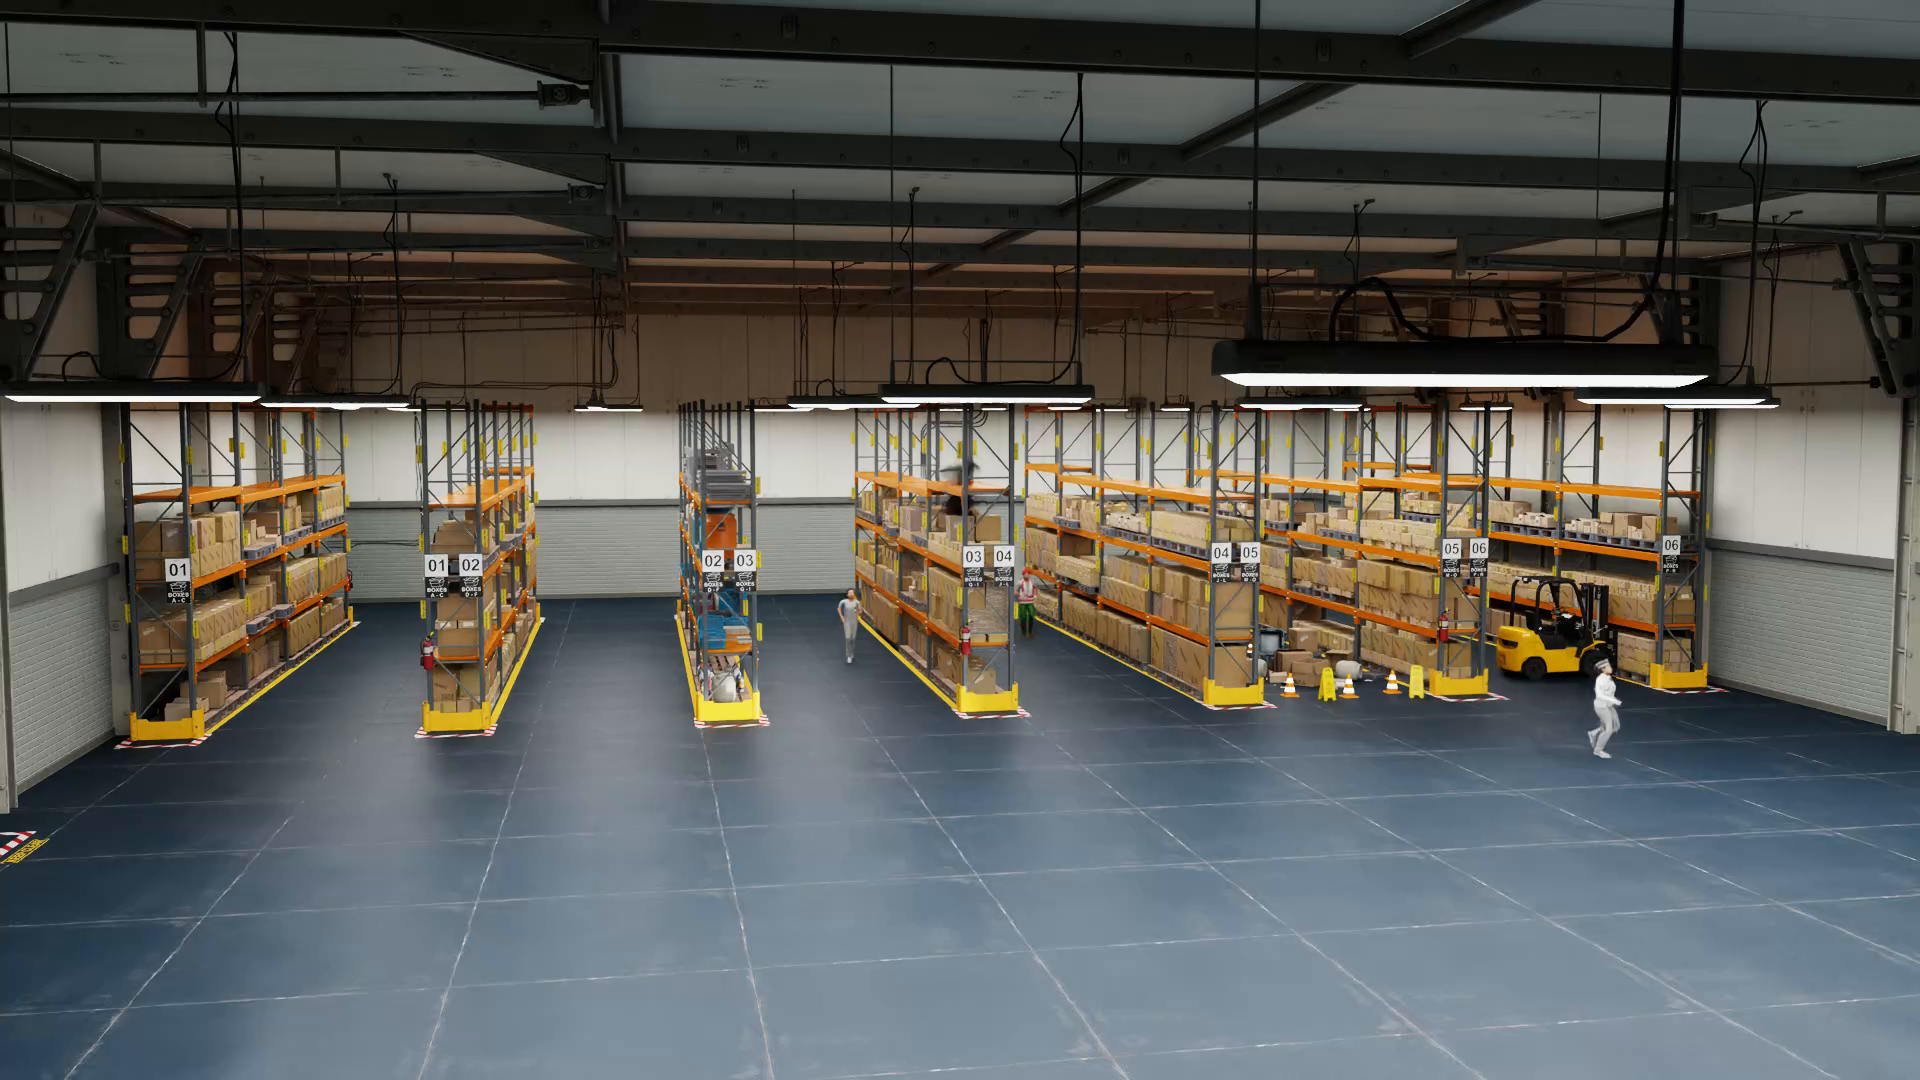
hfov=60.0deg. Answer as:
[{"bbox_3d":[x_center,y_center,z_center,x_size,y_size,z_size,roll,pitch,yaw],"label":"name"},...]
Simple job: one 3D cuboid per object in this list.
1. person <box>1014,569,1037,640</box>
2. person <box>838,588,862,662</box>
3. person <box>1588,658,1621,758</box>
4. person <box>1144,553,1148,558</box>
[{"bbox_3d":[1.688,1.639,42.415,0.646,1.813,0.734,0,4,-6],"label":"person"},{"bbox_3d":[-2.548,1.979,38.718,0.555,1.727,0.683,-1,4,-13],"label":"person"},{"bbox_3d":[10.789,2.801,27.809,0.561,1.660,0.657,3,5,36],"label":"person"},{"bbox_3d":[5.708,1.077,50.760,0.849,1.687,0.579,0,4,-2],"label":"person"}]
